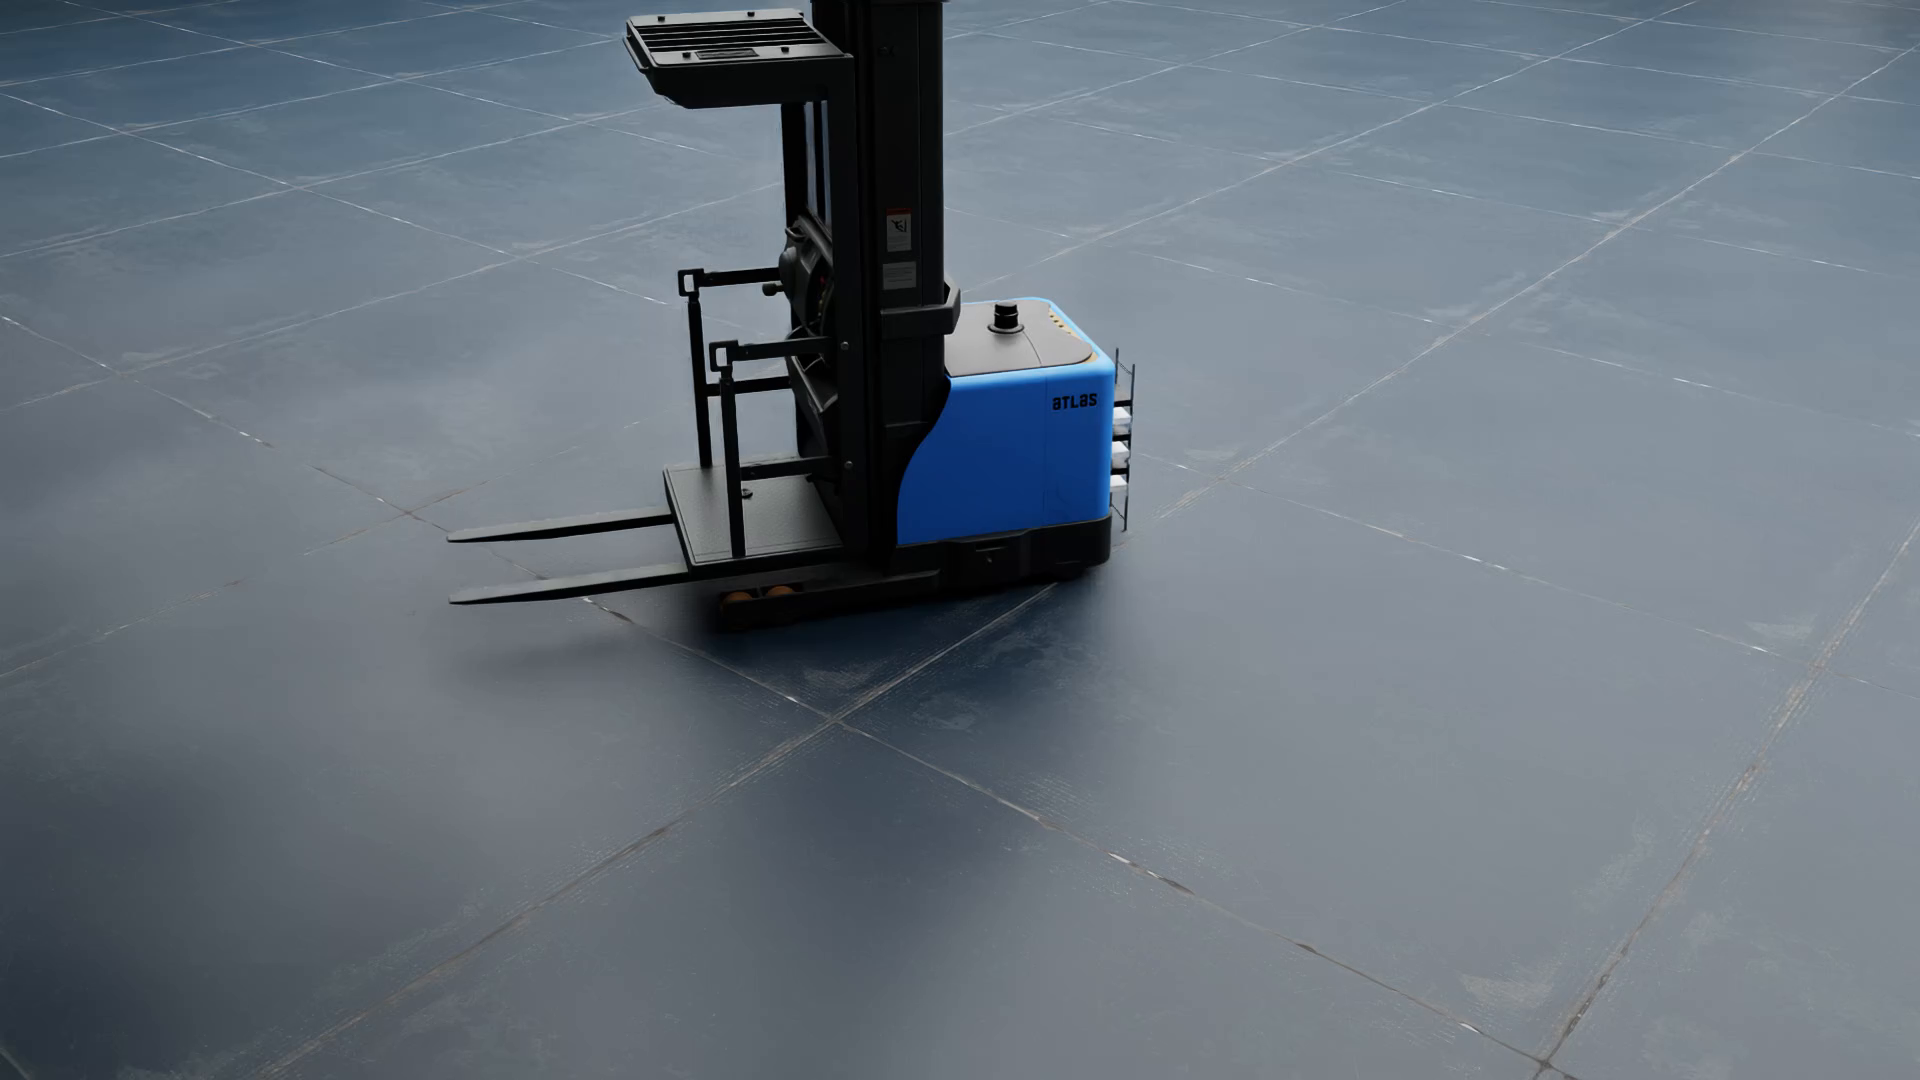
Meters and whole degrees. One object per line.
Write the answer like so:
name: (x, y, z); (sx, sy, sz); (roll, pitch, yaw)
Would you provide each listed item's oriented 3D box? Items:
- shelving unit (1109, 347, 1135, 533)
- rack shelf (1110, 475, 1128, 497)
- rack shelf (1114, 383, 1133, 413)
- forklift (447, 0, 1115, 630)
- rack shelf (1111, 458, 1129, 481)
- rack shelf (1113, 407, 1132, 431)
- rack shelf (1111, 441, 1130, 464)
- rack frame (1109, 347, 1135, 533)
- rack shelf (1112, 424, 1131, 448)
shelving unit: (0.699, -0.477, 8.192); (0.210, 0.900, 0.258); (-8, 28, -14)
rack shelf: (0.699, -0.287, 8.290); (0.200, 0.077, 0.258); (-8, 28, -14)
rack shelf: (0.699, -0.687, 8.083); (0.200, 0.077, 0.258); (-8, 28, -14)
forklift: (-0.859, -1.170, 7.321); (3.031, 2.935, 1.130); (-8, 28, -14)
rack shelf: (0.699, -0.367, 8.248); (0.200, 0.077, 0.258); (-8, 28, -14)
rack shelf: (0.699, -0.607, 8.124); (0.200, 0.077, 0.258); (-8, 28, -14)
rack shelf: (0.699, -0.447, 8.207); (0.200, 0.077, 0.258); (-8, 28, -14)
rack frame: (0.797, -0.489, 8.217); (0.006, 0.900, 0.240); (-8, 28, -14)
rack shelf: (0.699, -0.527, 8.166); (0.200, 0.077, 0.258); (-8, 28, -14)
